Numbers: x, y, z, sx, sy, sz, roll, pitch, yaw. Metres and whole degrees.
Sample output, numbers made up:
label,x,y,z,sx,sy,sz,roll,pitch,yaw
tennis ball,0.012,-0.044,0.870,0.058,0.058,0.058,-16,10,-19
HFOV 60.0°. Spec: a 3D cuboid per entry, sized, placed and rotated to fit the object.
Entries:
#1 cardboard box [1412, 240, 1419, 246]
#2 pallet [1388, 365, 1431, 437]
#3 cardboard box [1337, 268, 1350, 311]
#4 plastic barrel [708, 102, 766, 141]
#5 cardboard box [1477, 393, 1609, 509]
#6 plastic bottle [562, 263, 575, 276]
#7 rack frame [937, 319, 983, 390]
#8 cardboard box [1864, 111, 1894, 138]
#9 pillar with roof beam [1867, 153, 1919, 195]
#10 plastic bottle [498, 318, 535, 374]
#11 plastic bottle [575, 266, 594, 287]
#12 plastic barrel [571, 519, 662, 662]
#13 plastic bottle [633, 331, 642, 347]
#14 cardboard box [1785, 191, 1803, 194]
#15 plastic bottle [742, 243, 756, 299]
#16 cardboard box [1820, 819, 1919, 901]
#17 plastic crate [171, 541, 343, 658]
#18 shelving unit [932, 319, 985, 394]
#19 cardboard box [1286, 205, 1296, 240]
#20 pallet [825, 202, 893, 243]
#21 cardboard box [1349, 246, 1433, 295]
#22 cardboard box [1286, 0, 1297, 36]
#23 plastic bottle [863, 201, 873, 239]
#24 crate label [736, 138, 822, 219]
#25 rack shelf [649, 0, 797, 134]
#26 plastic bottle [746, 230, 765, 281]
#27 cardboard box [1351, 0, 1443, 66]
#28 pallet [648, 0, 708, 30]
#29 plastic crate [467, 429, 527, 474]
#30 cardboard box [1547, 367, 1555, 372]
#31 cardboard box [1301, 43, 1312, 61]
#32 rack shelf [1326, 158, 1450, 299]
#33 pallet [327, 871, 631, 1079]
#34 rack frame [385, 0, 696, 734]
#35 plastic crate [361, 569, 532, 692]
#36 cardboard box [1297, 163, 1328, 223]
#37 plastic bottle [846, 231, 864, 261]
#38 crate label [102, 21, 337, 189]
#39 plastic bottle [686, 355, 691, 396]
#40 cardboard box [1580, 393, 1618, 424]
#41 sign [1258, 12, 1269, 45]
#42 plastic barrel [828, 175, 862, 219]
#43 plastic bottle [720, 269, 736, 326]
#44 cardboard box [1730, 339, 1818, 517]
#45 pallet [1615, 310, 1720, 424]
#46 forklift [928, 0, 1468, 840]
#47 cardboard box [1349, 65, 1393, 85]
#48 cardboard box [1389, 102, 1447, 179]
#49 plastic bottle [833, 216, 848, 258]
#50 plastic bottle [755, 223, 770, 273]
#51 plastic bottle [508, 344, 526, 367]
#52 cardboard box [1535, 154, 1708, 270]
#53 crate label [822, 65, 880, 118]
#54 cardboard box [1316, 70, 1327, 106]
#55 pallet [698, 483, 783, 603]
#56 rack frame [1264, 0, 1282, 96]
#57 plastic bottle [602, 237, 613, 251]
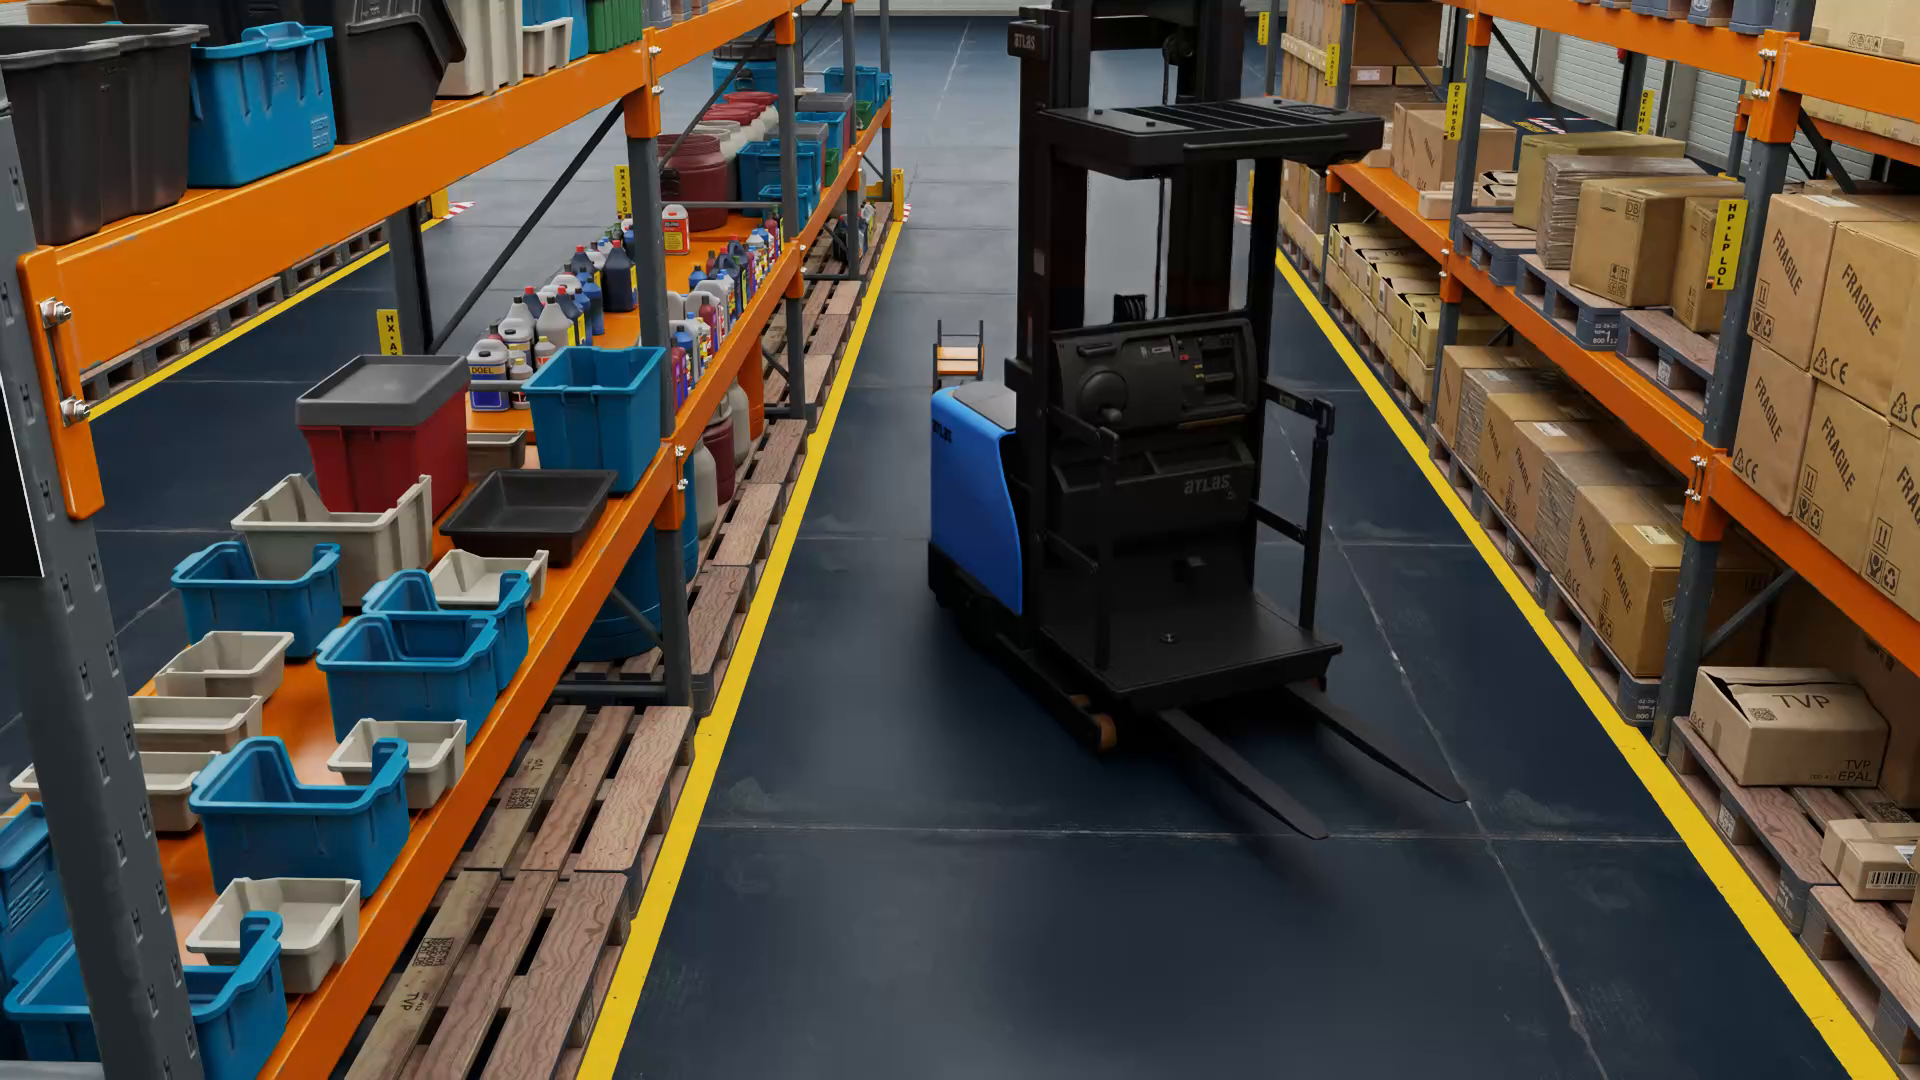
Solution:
label,x,y,z,sx,sy,sz,roll,pitch,yaw
cardboard box,3.849,-2.257,13.146,0.500,0.311,0.500,1,21,3
pallet,3.527,-0.971,11.239,1.003,0.211,1.213,1,21,2
cardboard box,3.308,-2.006,13.272,0.500,0.250,0.500,1,21,3
plastic barrel,-1.637,-2.930,12.247,0.433,0.535,0.433,0,21,0
cardboard box,3.133,-0.481,8.970,0.500,0.500,0.500,0,21,1
plastic bottle,-1.922,-1.206,8.152,0.061,0.283,0.133,1,21,2
rack frame,0.002,-0.588,8.885,0.240,1.200,0.015,1,21,2
cardboard box,8.271,-3.661,14.497,0.500,0.250,0.500,1,21,2
pillar with roof beam,5.198,-7.395,15.647,9.100,9.000,0.400,1,21,2
plastic bottle,-1.910,-0.804,7.125,0.152,0.276,0.135,1,21,2
plastic bottle,-1.842,-1.206,8.168,0.097,0.271,0.097,0,21,0
plastic barrel,-1.576,0.003,7.195,0.600,0.901,0.708,1,21,2
plastic bottle,-1.274,-0.699,6.751,0.144,0.351,0.185,1,21,2
cardboard box,8.530,-3.309,16.520,0.500,0.311,0.500,2,21,6
plastic bottle,-1.109,-1.411,8.680,0.061,0.283,0.133,1,21,2
cardboard box,3.096,1.051,5.483,0.380,0.166,0.250,1,21,2
plastic crate,-1.925,0.168,4.598,0.416,0.233,0.300,1,21,2
shelving unit,-0.005,-0.500,8.658,0.258,1.200,0.503,1,21,2
cardboard box,3.420,-3.046,15.954,0.500,0.250,0.500,1,21,2
pallet,-1.230,-3.300,17.243,1.003,0.211,1.213,1,21,2
cardboard box,3.288,-2.080,12.689,0.500,0.311,0.500,0,21,0
cardboard box,3.678,-5.330,16.687,0.700,0.500,0.500,1,21,2
plastic bottle,-0.903,-3.022,15.725,0.144,0.351,0.185,2,21,4
crate label,-1.187,-2.402,11.024,0.502,0.435,0.616,1,21,2
rack shelf,-1.549,-2.369,7.837,1.077,0.370,4.000,1,21,2
plastic bottle,-1.114,-1.553,9.062,0.097,0.271,0.097,0,21,0
cardboard box,3.592,-4.232,13.857,0.700,0.500,0.500,1,21,2
pallet,-1.683,-2.178,6.610,1.213,0.211,1.003,1,21,2
plastic crate,-1.767,-0.322,5.992,0.396,0.136,0.243,1,21,2
cardboard box,3.773,-1.074,10.870,0.500,0.250,0.500,1,21,1
cardboard box,3.442,-4.610,15.728,0.380,0.149,0.250,0,21,1
rack shelf,3.524,-2.361,11.963,1.077,0.370,4.000,1,21,2
pallet,-1.627,1.425,5.064,1.003,0.211,1.213,1,21,2
rack frame,-1.610,-0.583,6.385,1.000,3.000,0.127,1,21,2
plastic crate,-1.345,0.243,4.405,0.416,0.233,0.300,1,21,2
cardboard box,3.419,-3.215,15.352,0.500,0.500,0.500,1,21,2
plastic bottle,-0.936,-2.639,14.840,0.152,0.276,0.135,1,21,4
crate label,-1.380,-0.796,2.993,0.408,0.251,0.502,1,21,2
plastic bottle,-1.183,-0.709,6.983,0.097,0.201,0.097,0,21,0
cardboard box,3.653,-0.486,8.981,0.500,0.500,0.500,0,21,0
sign,3.152,-5.315,17.274,0.100,0.325,0.005,1,21,2
plastic barrel,-1.203,-3.538,16.859,0.421,0.512,0.421,0,21,0
plastic bottle,-1.146,-1.182,8.106,0.097,0.271,0.097,0,21,0
cardboard box,3.054,-0.393,5.756,0.500,0.500,0.500,1,21,3
pallet,3.475,-0.726,7.018,1.003,0.211,1.213,1,21,2
forklift,0.911,-0.673,6.712,1.130,2.935,3.031,-9,23,-23
cardboard box,3.379,-3.870,13.820,0.380,0.149,0.250,1,21,2
cardboard box,3.529,-2.999,12.472,0.500,0.500,0.500,2,21,6
plastic bottle,-1.071,-2.735,14.984,0.144,0.351,0.185,1,21,2
plastic bottle,-1.108,-1.623,9.243,0.097,0.271,0.097,0,21,0
plastic bottle,-1.880,-0.726,7.029,0.097,0.201,0.097,0,21,0
cardboard box,3.338,-1.658,8.438,0.700,0.500,0.500,5,22,12
crate label,-1.030,-4.270,15.838,0.502,0.435,0.616,1,21,2
cardboard box,3.621,-3.999,15.051,0.700,0.500,0.500,1,21,2
pallet,-1.510,-0.004,8.747,1.003,0.211,1.213,1,21,2
rack frame,3.706,-4.866,17.424,1.000,3.000,0.127,1,21,2
plastic bottle,-1.880,-1.476,8.864,0.097,0.271,0.097,0,21,0
